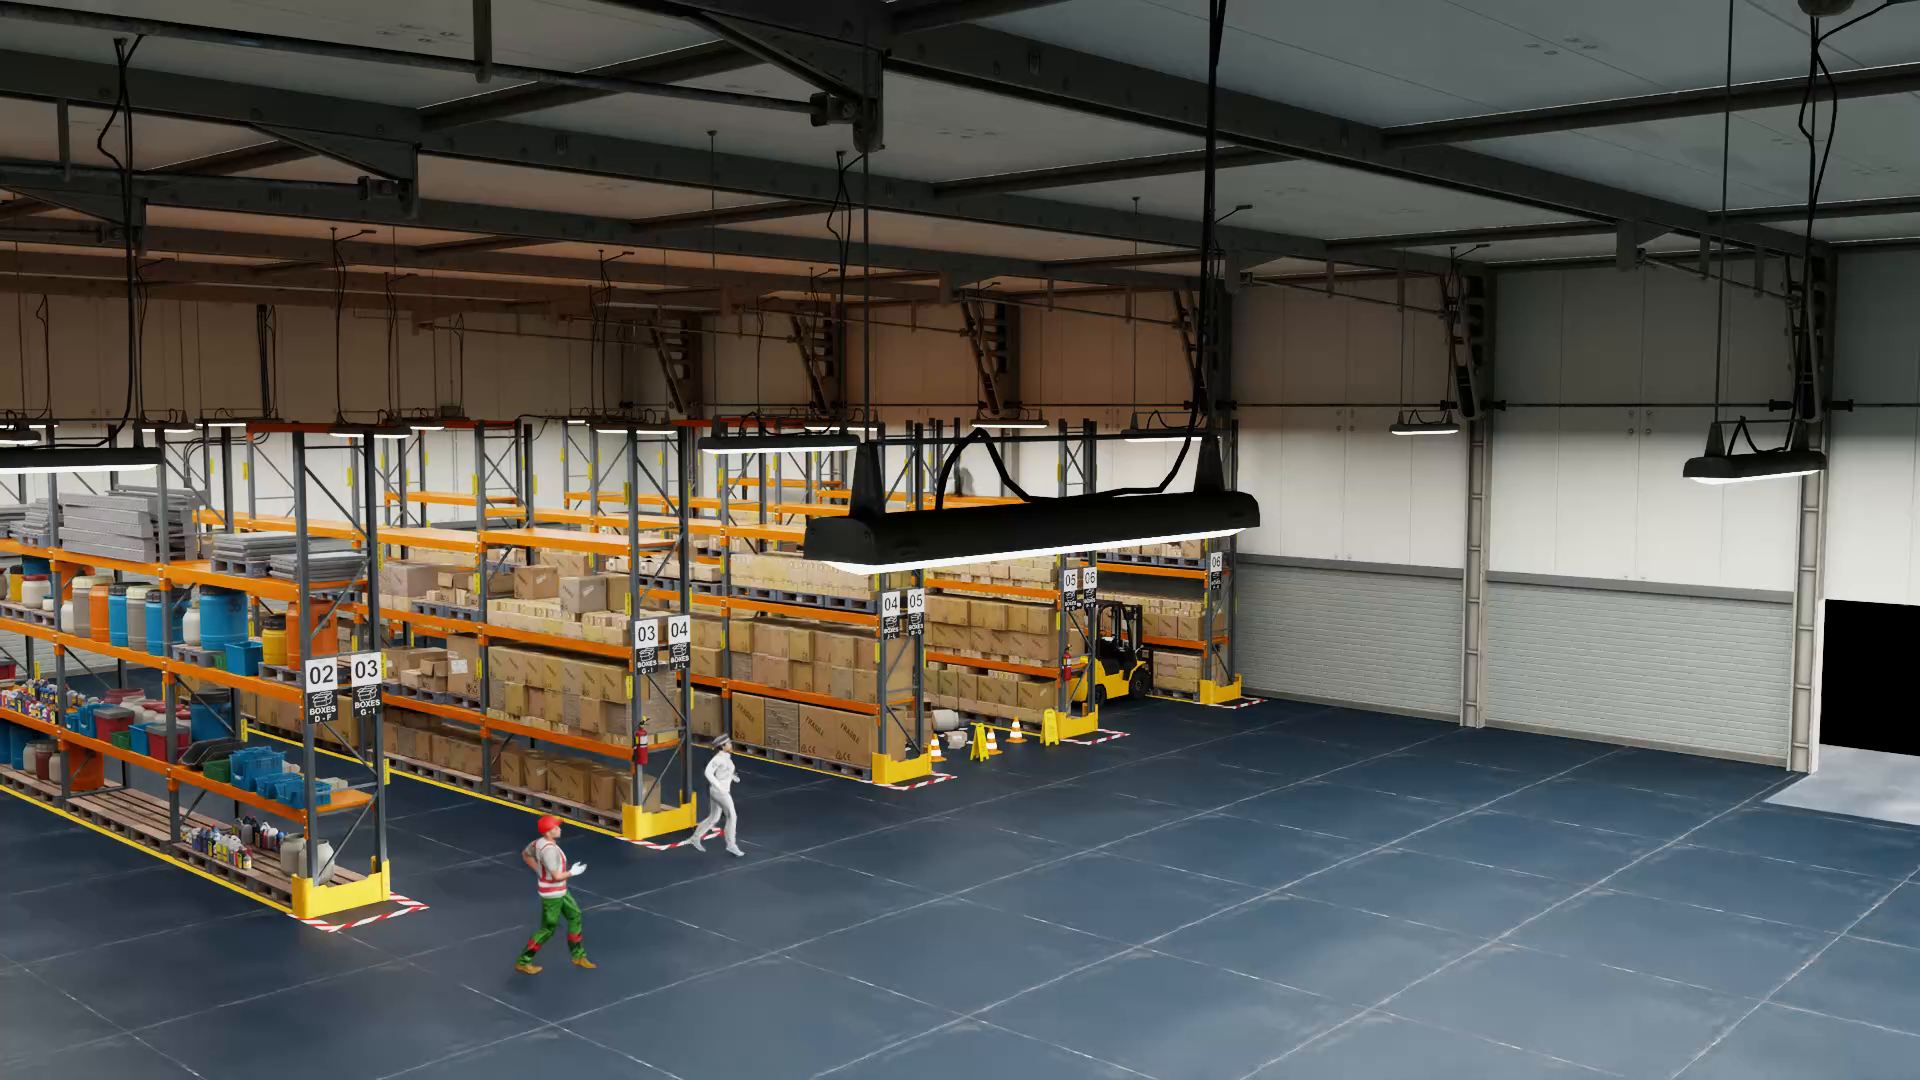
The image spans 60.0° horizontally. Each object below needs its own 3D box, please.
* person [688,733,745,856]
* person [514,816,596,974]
[{"bbox_3d":[-3.440,3.574,23.422,0.788,1.732,0.618,-1,5,-8],"label":"person"},{"bbox_3d":[-4.504,3.939,18.443,0.893,1.812,0.669,-1,5,-17],"label":"person"}]
